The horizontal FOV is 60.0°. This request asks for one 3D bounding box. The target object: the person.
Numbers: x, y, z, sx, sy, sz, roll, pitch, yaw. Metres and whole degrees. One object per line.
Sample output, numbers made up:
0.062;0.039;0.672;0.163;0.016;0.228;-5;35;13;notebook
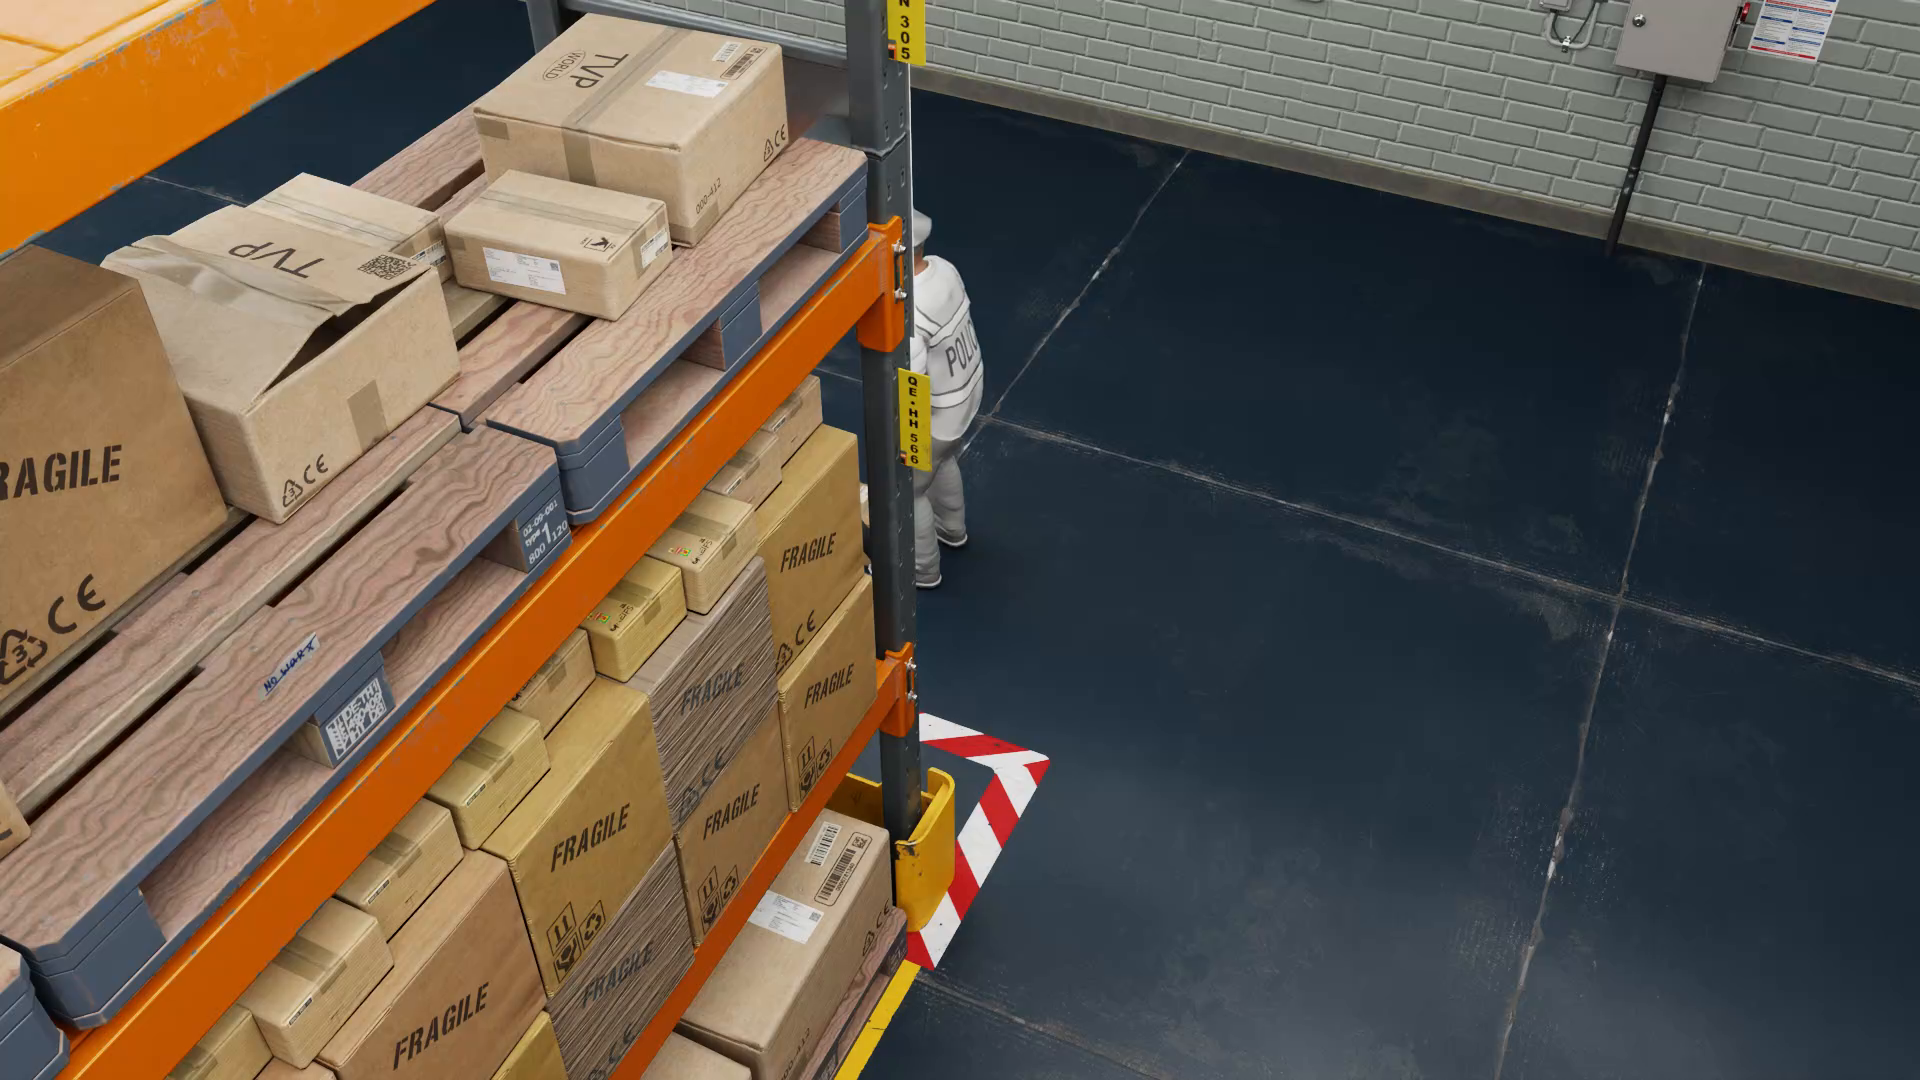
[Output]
-0.144;-0.548;6.769;0.442;1.747;0.604;15;44;16;person
